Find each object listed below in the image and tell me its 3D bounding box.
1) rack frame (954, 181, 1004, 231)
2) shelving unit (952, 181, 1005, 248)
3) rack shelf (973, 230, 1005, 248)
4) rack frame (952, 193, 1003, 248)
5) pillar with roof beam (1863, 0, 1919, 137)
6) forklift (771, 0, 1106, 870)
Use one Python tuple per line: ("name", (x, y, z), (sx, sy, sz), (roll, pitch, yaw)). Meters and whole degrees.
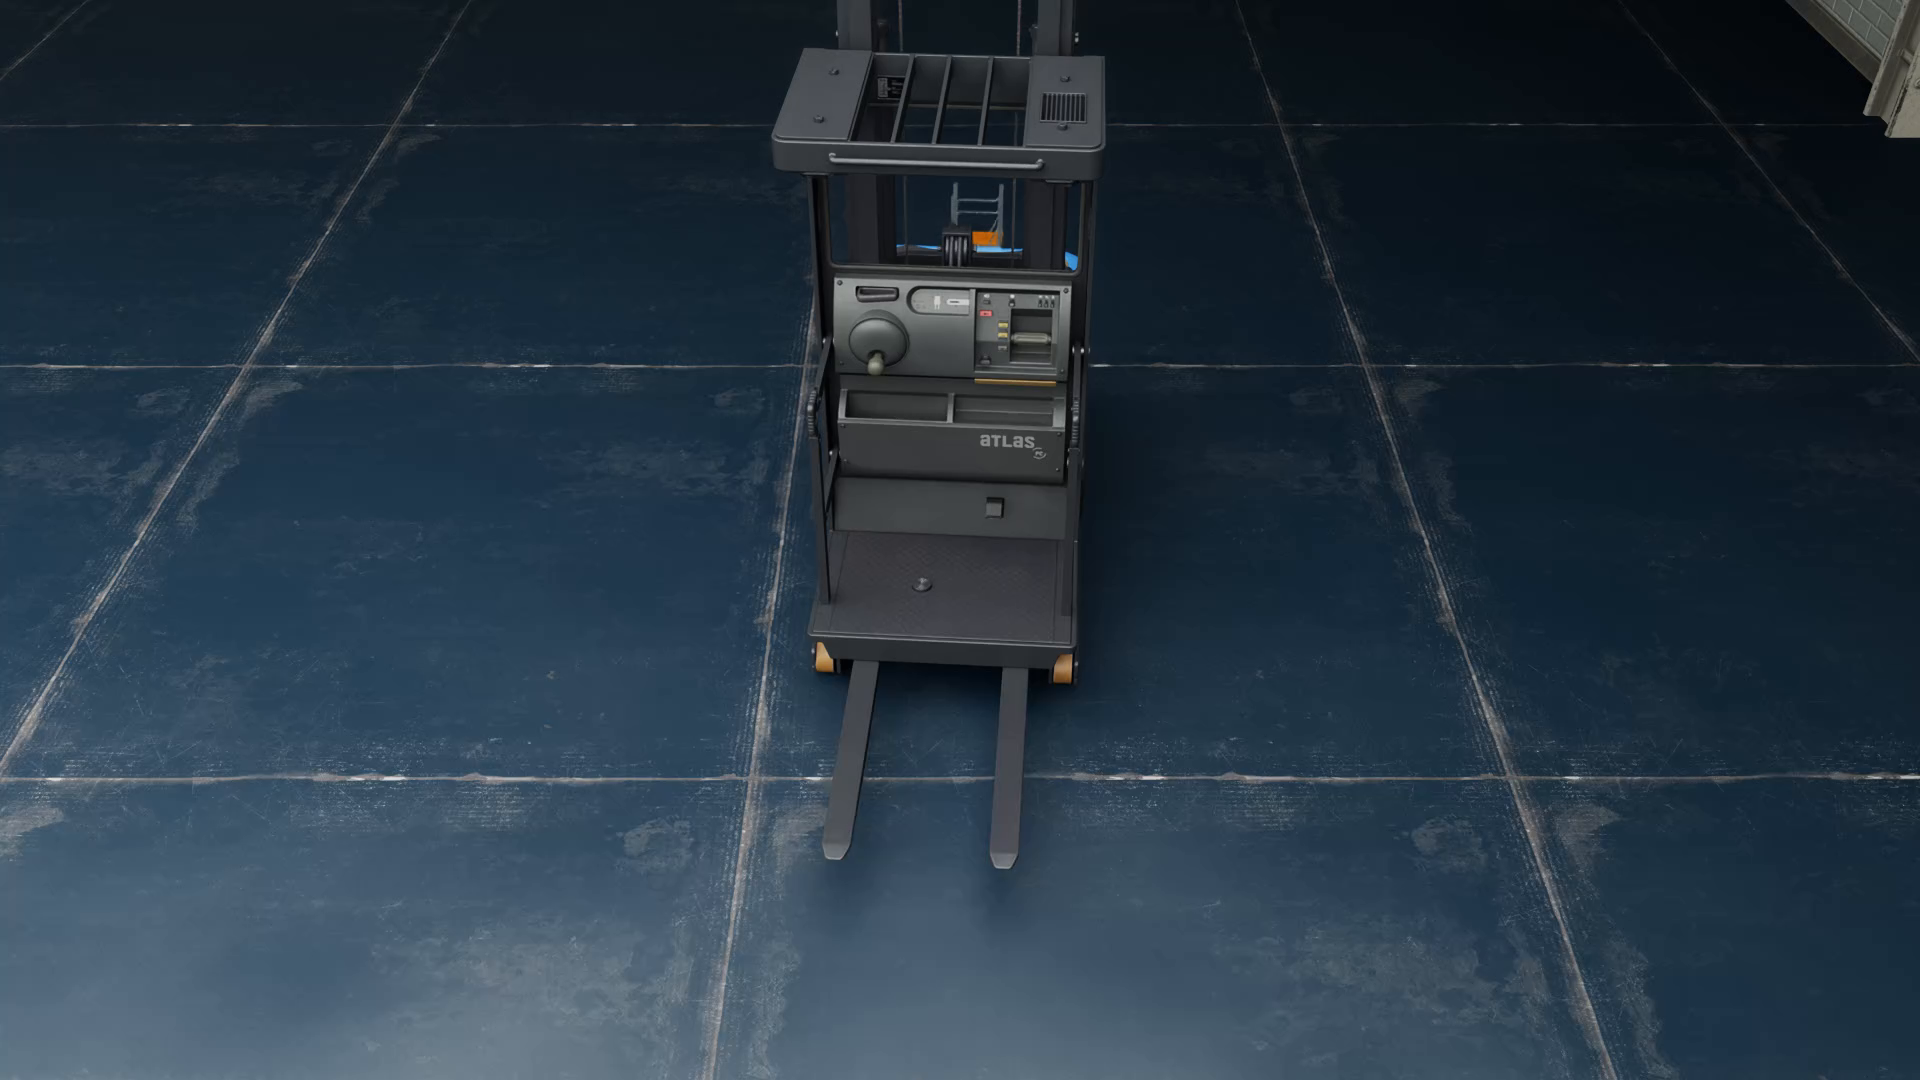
("rack frame", (0.086, -1.200, 8.299), (0.240, 1.200, 0.006), (2, 29, 2))
("shelving unit", (0.081, -1.155, 8.219), (0.258, 1.200, 0.189), (2, 29, 2))
("rack shelf", (0.083, -1.430, 8.065), (0.258, 0.103, 0.180), (2, 29, 2))
("rack frame", (0.076, -1.110, 8.140), (0.240, 1.200, 0.006), (2, 29, 2))
("pillar with roof beam", (2.045, -6.322, 8.443), (9.100, 9.000, 0.400), (0, 39, 0))
("forklift", (-0.044, -0.755, 6.349), (1.130, 2.935, 3.031), (2, 39, 3))
